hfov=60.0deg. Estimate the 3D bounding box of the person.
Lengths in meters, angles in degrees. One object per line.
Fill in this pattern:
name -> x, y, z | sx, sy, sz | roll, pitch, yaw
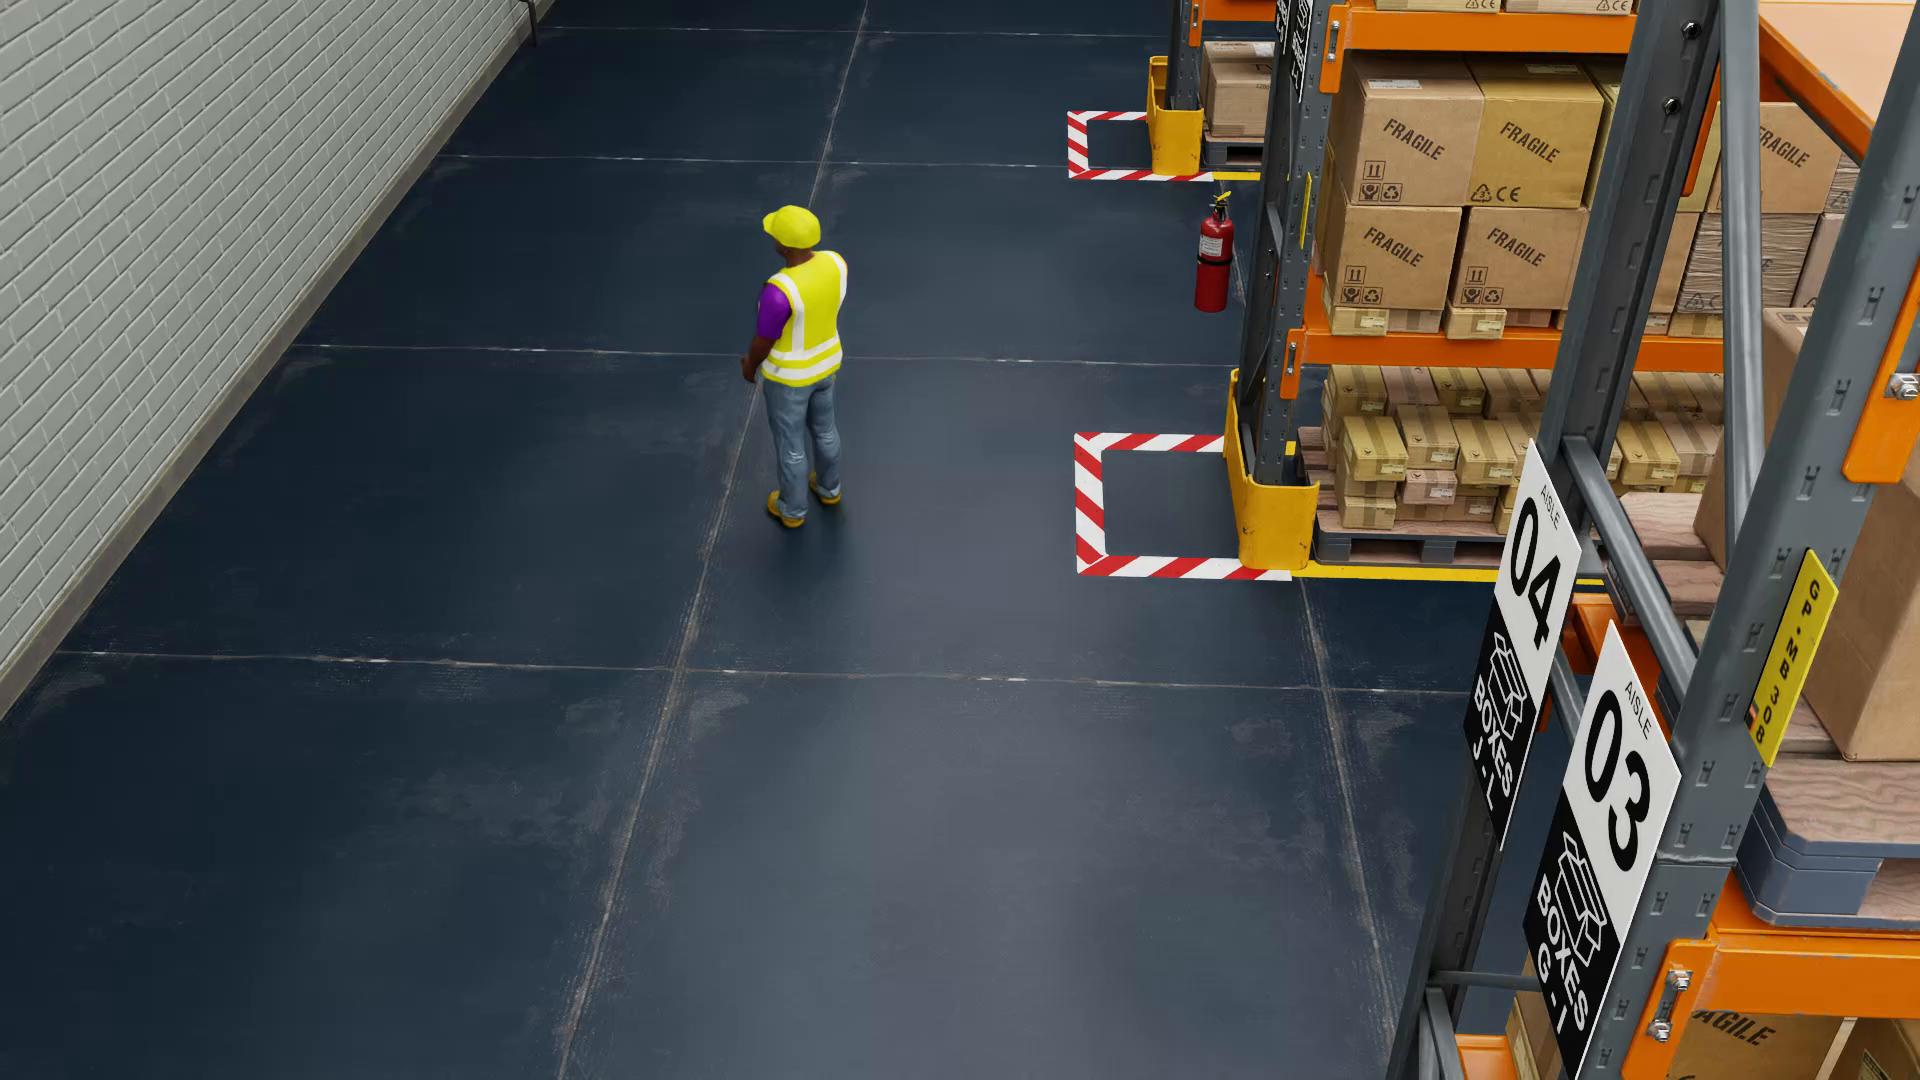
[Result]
person -> -0.816, -0.879, 8.301 | 0.476, 1.777, 0.598 | 25, 42, 30
